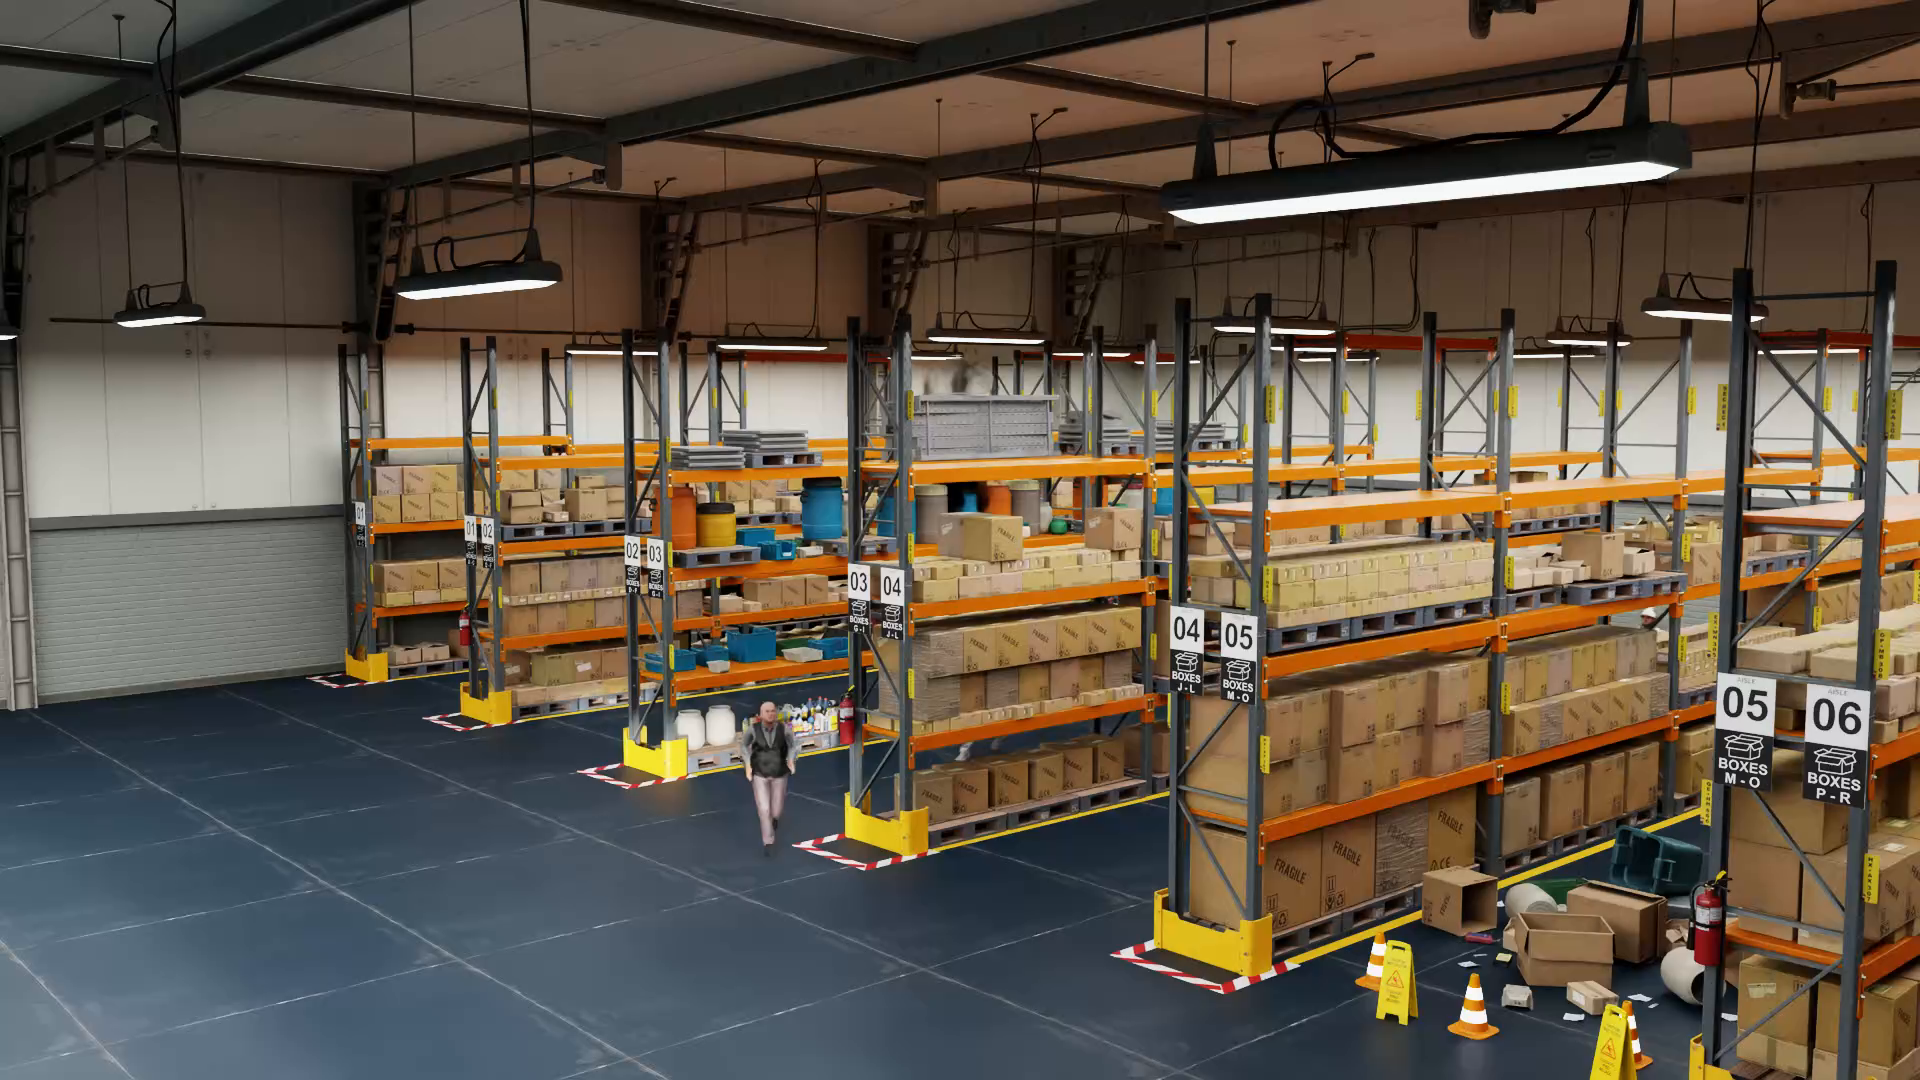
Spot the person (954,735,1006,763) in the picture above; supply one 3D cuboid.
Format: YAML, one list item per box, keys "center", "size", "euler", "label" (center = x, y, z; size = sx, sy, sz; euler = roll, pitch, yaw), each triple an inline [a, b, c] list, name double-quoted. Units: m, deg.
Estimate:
- center: [0.287, 2.176, 23.312]
  size: [0.680, 1.794, 0.990]
  euler: [4, 7, 38]
  label: "person"

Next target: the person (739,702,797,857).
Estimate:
- center: [-2.167, 2.650, 18.793]
  size: [0.643, 1.700, 0.824]
  euler: [-1, 5, -13]
  label: "person"

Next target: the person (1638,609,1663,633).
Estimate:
- center: [10.847, 1.953, 26.249]
  size: [0.669, 1.733, 0.760]
  euler: [5, 7, 41]
  label: "person"
